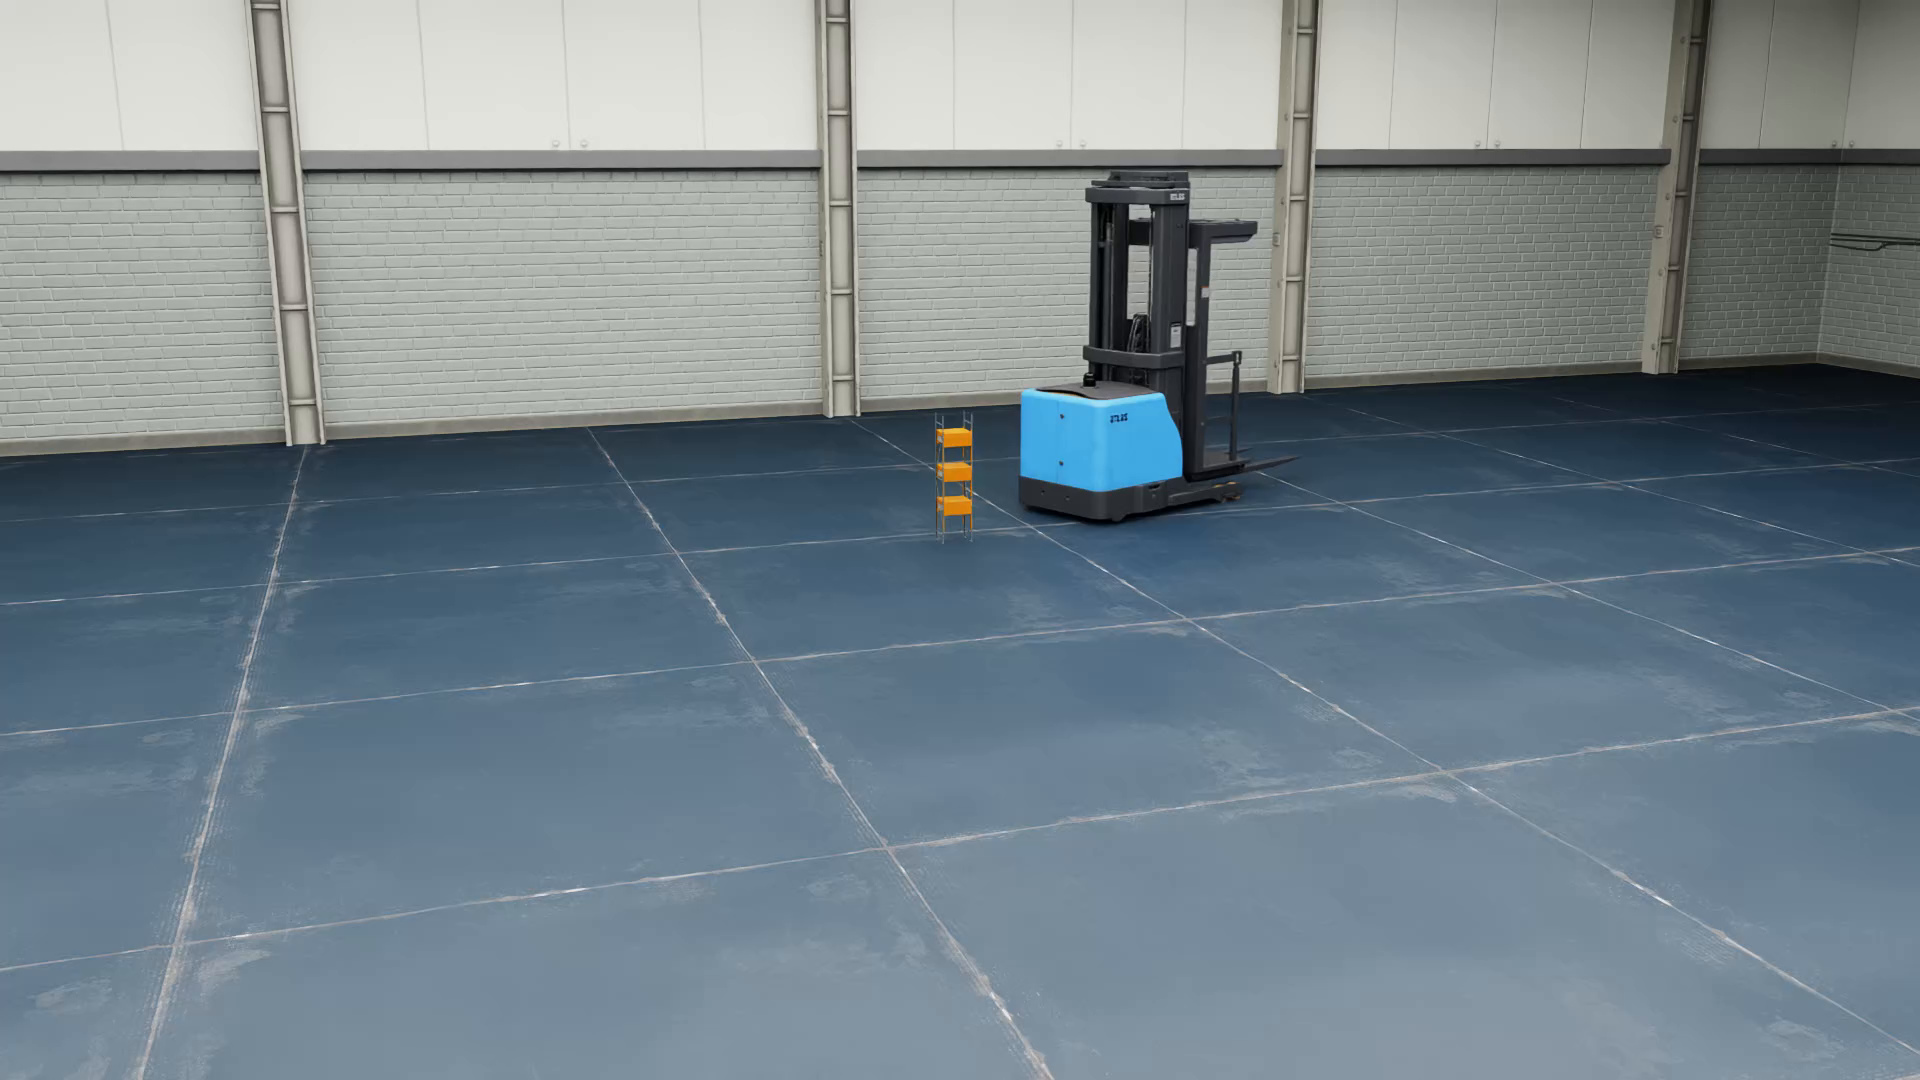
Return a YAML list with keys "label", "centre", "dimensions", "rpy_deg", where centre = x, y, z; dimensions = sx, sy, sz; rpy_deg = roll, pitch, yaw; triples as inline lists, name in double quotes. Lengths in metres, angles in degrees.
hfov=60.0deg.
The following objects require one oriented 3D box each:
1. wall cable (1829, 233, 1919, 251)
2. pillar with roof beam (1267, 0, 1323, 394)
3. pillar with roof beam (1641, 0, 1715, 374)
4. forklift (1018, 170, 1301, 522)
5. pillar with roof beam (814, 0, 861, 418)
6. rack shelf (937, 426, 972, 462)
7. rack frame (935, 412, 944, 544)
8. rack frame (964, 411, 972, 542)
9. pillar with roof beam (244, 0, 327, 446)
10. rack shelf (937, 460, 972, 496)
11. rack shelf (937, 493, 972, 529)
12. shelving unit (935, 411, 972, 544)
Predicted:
- label: "wall cable"
  centre: [13.165, -5.182, 22.693]
  dimensions: [0.112, 2.526, 3.097]
  rpy_deg: [-4, 14, -18]
- label: "pillar with roof beam"
  centre: [5.637, -5.378, 16.808]
  dimensions: [0.400, 9.000, 9.100]
  rpy_deg: [-4, 14, -18]
- label: "pillar with roof beam"
  centre: [11.324, -5.821, 18.669]
  dimensions: [0.400, 9.000, 9.100]
  rpy_deg: [-4, 14, -18]
- label: "forklift"
  centre: [1.954, -1.842, 15.053]
  dimensions: [3.031, 2.935, 1.130]
  rpy_deg: [-12, 18, -40]
- label: "pillar with roof beam"
  centre: [-0.049, -4.936, 14.946]
  dimensions: [0.400, 9.000, 9.100]
  rpy_deg: [-4, 14, -18]
- label: "rack shelf"
  centre: [-0.051, -0.773, 13.441]
  dimensions: [0.240, 0.259, 0.215]
  rpy_deg: [-4, 14, -18]
- label: "rack frame"
  centre: [-0.166, -0.498, 13.467]
  dimensions: [0.008, 1.050, 0.200]
  rpy_deg: [-4, 14, -18]
- label: "rack frame"
  centre: [0.065, -0.516, 13.543]
  dimensions: [0.008, 1.050, 0.200]
  rpy_deg: [-4, 14, -18]
- label: "pillar with roof beam"
  centre: [-5.736, -4.493, 13.084]
  dimensions: [0.400, 9.000, 9.100]
  rpy_deg: [-4, 14, -18]
- label: "rack shelf"
  centre: [-0.051, -0.497, 13.507]
  dimensions: [0.240, 0.259, 0.215]
  rpy_deg: [-4, 14, -18]
- label: "rack shelf"
  centre: [-0.051, -0.226, 13.571]
  dimensions: [0.240, 0.259, 0.215]
  rpy_deg: [-4, 14, -18]
- label: "shelving unit"
  centre: [-0.051, -0.507, 13.505]
  dimensions: [0.252, 1.050, 0.215]
  rpy_deg: [-4, 14, -18]
